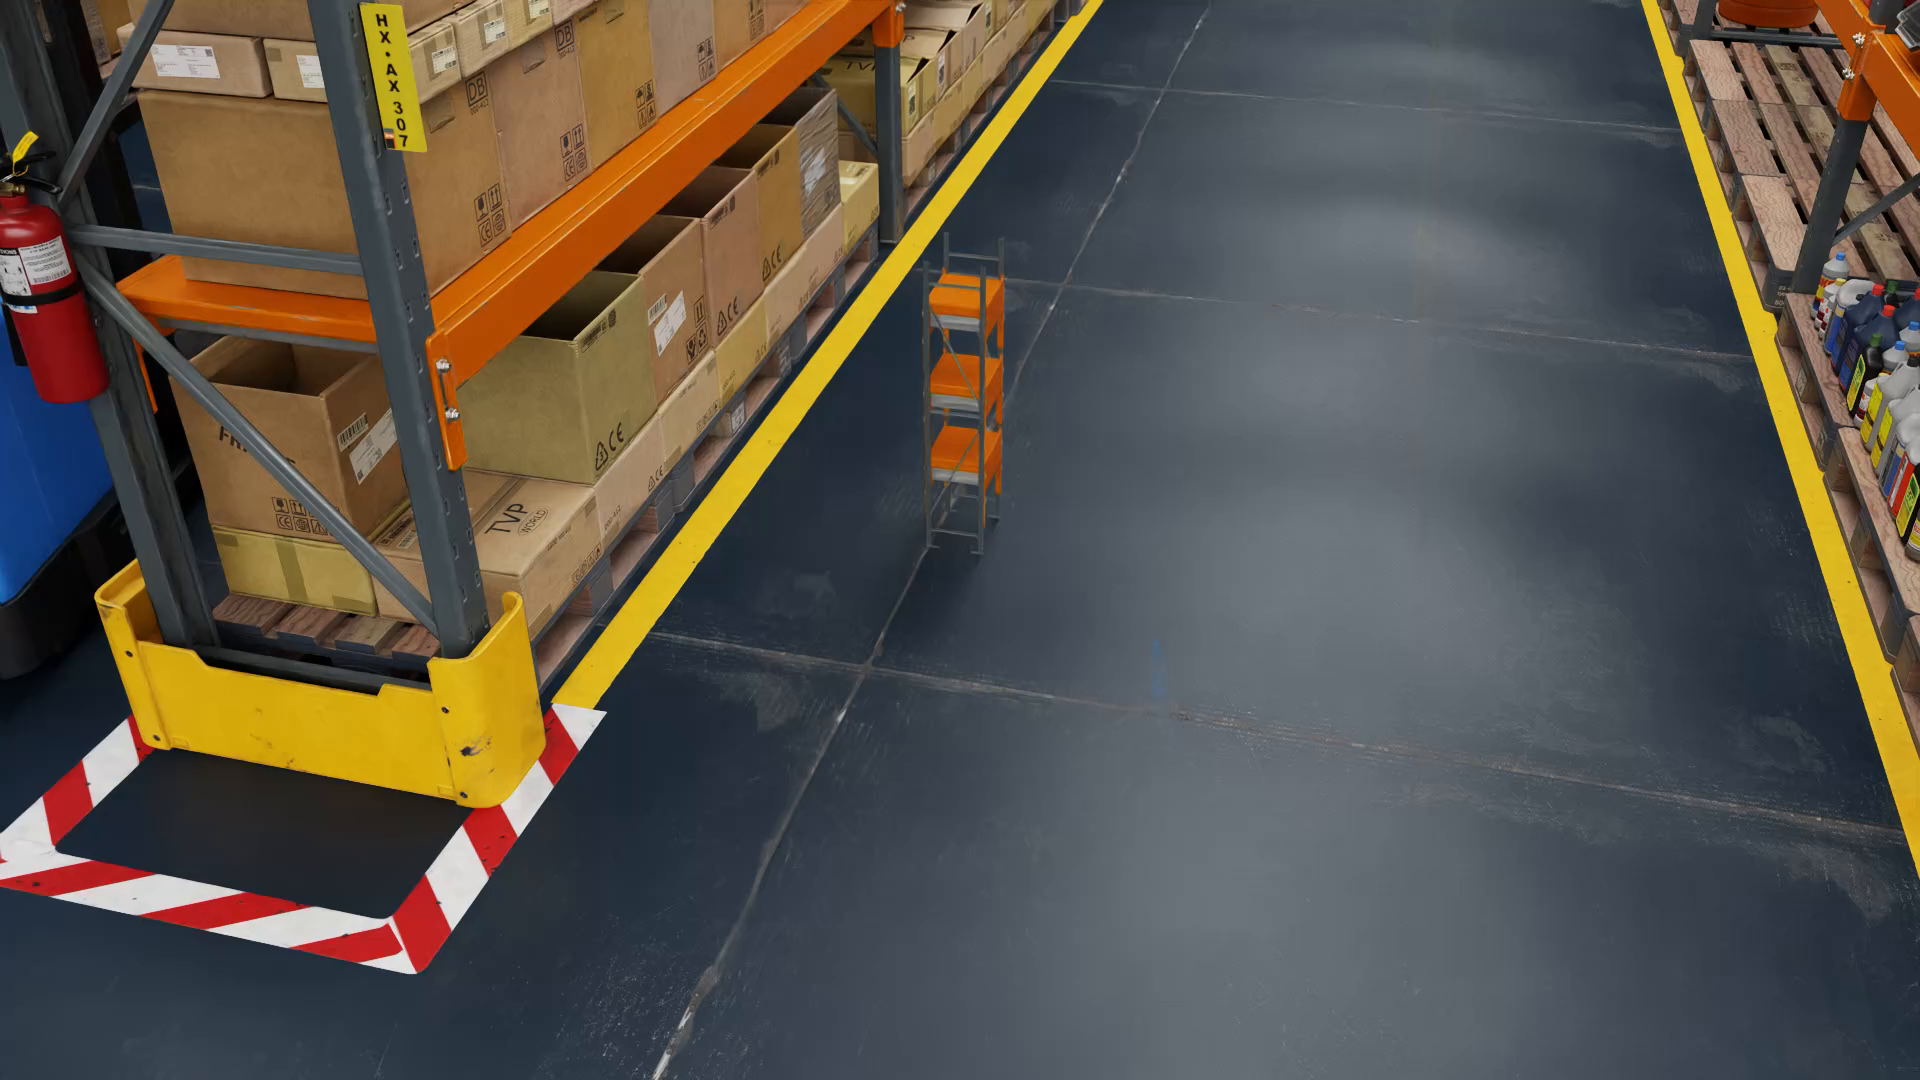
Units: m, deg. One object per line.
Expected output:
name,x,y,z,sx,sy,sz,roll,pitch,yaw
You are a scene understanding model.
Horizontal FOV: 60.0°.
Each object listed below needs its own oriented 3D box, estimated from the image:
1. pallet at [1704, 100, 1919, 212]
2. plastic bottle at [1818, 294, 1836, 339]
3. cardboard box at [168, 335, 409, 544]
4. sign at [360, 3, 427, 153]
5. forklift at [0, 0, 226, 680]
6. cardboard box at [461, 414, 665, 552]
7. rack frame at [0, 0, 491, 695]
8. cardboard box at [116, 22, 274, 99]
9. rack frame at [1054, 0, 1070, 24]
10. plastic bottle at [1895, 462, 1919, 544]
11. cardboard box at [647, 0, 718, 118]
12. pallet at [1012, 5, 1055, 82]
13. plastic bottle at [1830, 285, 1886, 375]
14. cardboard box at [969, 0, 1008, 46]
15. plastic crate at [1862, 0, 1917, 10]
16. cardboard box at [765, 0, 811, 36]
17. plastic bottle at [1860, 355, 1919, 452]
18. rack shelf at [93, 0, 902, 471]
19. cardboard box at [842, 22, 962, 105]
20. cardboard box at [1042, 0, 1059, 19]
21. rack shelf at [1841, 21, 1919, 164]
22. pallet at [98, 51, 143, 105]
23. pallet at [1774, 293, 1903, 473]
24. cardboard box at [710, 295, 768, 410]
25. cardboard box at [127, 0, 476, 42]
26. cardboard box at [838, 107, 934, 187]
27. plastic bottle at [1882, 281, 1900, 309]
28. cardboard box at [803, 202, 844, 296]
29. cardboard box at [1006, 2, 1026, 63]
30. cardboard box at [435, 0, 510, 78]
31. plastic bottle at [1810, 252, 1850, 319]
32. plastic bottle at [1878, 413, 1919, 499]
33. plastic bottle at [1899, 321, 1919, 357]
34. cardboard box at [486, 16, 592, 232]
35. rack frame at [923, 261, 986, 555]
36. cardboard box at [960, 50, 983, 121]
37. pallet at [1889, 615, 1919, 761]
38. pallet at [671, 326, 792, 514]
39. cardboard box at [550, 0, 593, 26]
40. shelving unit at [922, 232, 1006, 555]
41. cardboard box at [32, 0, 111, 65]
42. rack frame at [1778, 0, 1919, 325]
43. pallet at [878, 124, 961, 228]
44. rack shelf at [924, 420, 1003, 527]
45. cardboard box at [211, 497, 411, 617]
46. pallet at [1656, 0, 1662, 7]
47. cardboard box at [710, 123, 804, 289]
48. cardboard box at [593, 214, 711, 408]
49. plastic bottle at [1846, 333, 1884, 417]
pallet,4.488,-1.969,8.651,1.003,0.211,1.213,8,33,12
plastic bottle,3.463,-0.892,6.555,0.097,0.201,0.097,0,32,0
cardboard box,-1.938,-0.351,4.979,0.500,0.500,0.500,8,33,12
sign,-1.251,-1.019,3.676,0.100,0.325,0.005,8,33,12
forklift,-3.275,-1.572,5.490,1.130,2.935,3.031,0,32,1
cardboard box,-1.312,-0.224,5.477,0.500,0.250,0.500,8,33,12
rack frame,-1.786,-0.699,4.053,1.000,3.000,0.127,8,33,12
cardboard box,-1.874,-1.239,4.205,0.380,0.149,0.250,7,33,12
rack frame,0.244,-4.850,10.584,1.000,3.000,0.127,8,33,12
plastic bottle,3.058,-0.138,5.292,0.061,0.283,0.133,9,33,14
cardboard box,-1.265,-1.785,5.669,0.700,0.500,0.500,9,34,14
pallet,-0.003,-3.252,10.668,1.003,0.211,1.213,8,33,12
plastic bottle,3.413,-0.804,6.277,0.144,0.351,0.185,9,34,14
cardboard box,-0.036,-3.007,9.332,0.500,0.311,0.500,9,34,14
plastic crate,3.846,-2.418,6.698,0.402,0.464,0.583,8,33,12
cardboard box,-1.005,-2.311,6.496,0.700,0.500,0.500,8,33,12
plastic bottle,3.257,-0.485,5.776,0.144,0.351,0.185,8,33,12
rack shelf,-1.279,-1.433,5.879,1.077,0.370,4.000,8,33,12
cardboard box,-0.293,-2.468,8.484,0.500,0.311,0.500,8,33,12
cardboard box,0.346,-3.561,10.727,0.500,0.250,0.500,9,33,14
rack shelf,3.512,-0.757,4.815,1.077,0.370,4.000,8,33,12
pallet,-5.367,-2.674,9.760,1.003,0.211,1.213,8,33,12
pallet,3.808,-0.579,6.463,1.003,0.211,1.213,8,33,12
cardboard box,-1.053,-0.742,6.293,0.500,0.250,0.500,8,33,12
cardboard box,-1.642,-1.557,4.100,0.700,0.500,0.500,8,33,13
cardboard box,-0.429,-1.967,8.220,0.500,0.250,0.500,7,33,11
plastic bottle,3.562,-0.846,6.407,0.061,0.283,0.133,8,33,12
cardboard box,-0.814,-1.263,7.112,0.500,0.250,0.500,8,33,12
cardboard box,0.088,-3.032,9.896,0.500,0.250,0.500,9,33,13
cardboard box,-1.414,-1.326,4.343,0.380,0.149,0.250,7,33,11
plastic bottle,3.514,-1.027,6.702,0.097,0.271,0.097,0,32,0
plastic bottle,3.172,-0.271,5.508,0.152,0.276,0.135,7,33,11
plastic bottle,3.493,-0.678,6.154,0.097,0.271,0.097,0,32,0
cardboard box,-1.527,-1.255,4.835,0.700,0.500,0.500,9,34,14
rack frame,-0.017,-0.408,5.412,0.200,1.050,0.008,8,33,12
cardboard box,-0.169,-2.501,9.060,0.500,0.250,0.500,7,33,11
pallet,3.189,0.688,4.472,1.003,0.211,1.213,8,33,12
pallet,-1.321,-0.556,6.427,1.003,0.211,1.213,8,33,12
cardboard box,-1.283,-1.586,4.752,0.380,0.149,0.250,8,33,12
shelving unit,0.014,-0.471,5.512,0.215,1.050,0.252,8,33,12
cardboard box,-5.393,-2.962,9.533,0.700,0.500,0.500,9,34,14
rack frame,4.019,-2.098,6.255,1.000,3.000,0.127,8,33,12
pallet,-0.622,-1.985,8.676,1.003,0.211,1.213,8,33,12
rack shelf,0.014,-0.227,5.667,0.215,0.259,0.240,8,33,12
cardboard box,-1.936,-0.034,5.179,0.500,0.250,0.500,8,33,12
pallet,5.506,-4.043,11.913,1.003,0.211,1.213,8,33,12
cardboard box,-0.939,-1.320,6.502,0.500,0.500,0.500,8,33,12
cardboard box,-1.196,-0.801,5.687,0.500,0.500,0.500,8,33,12
plastic bottle,3.283,-0.597,6.015,0.061,0.283,0.133,9,34,15
